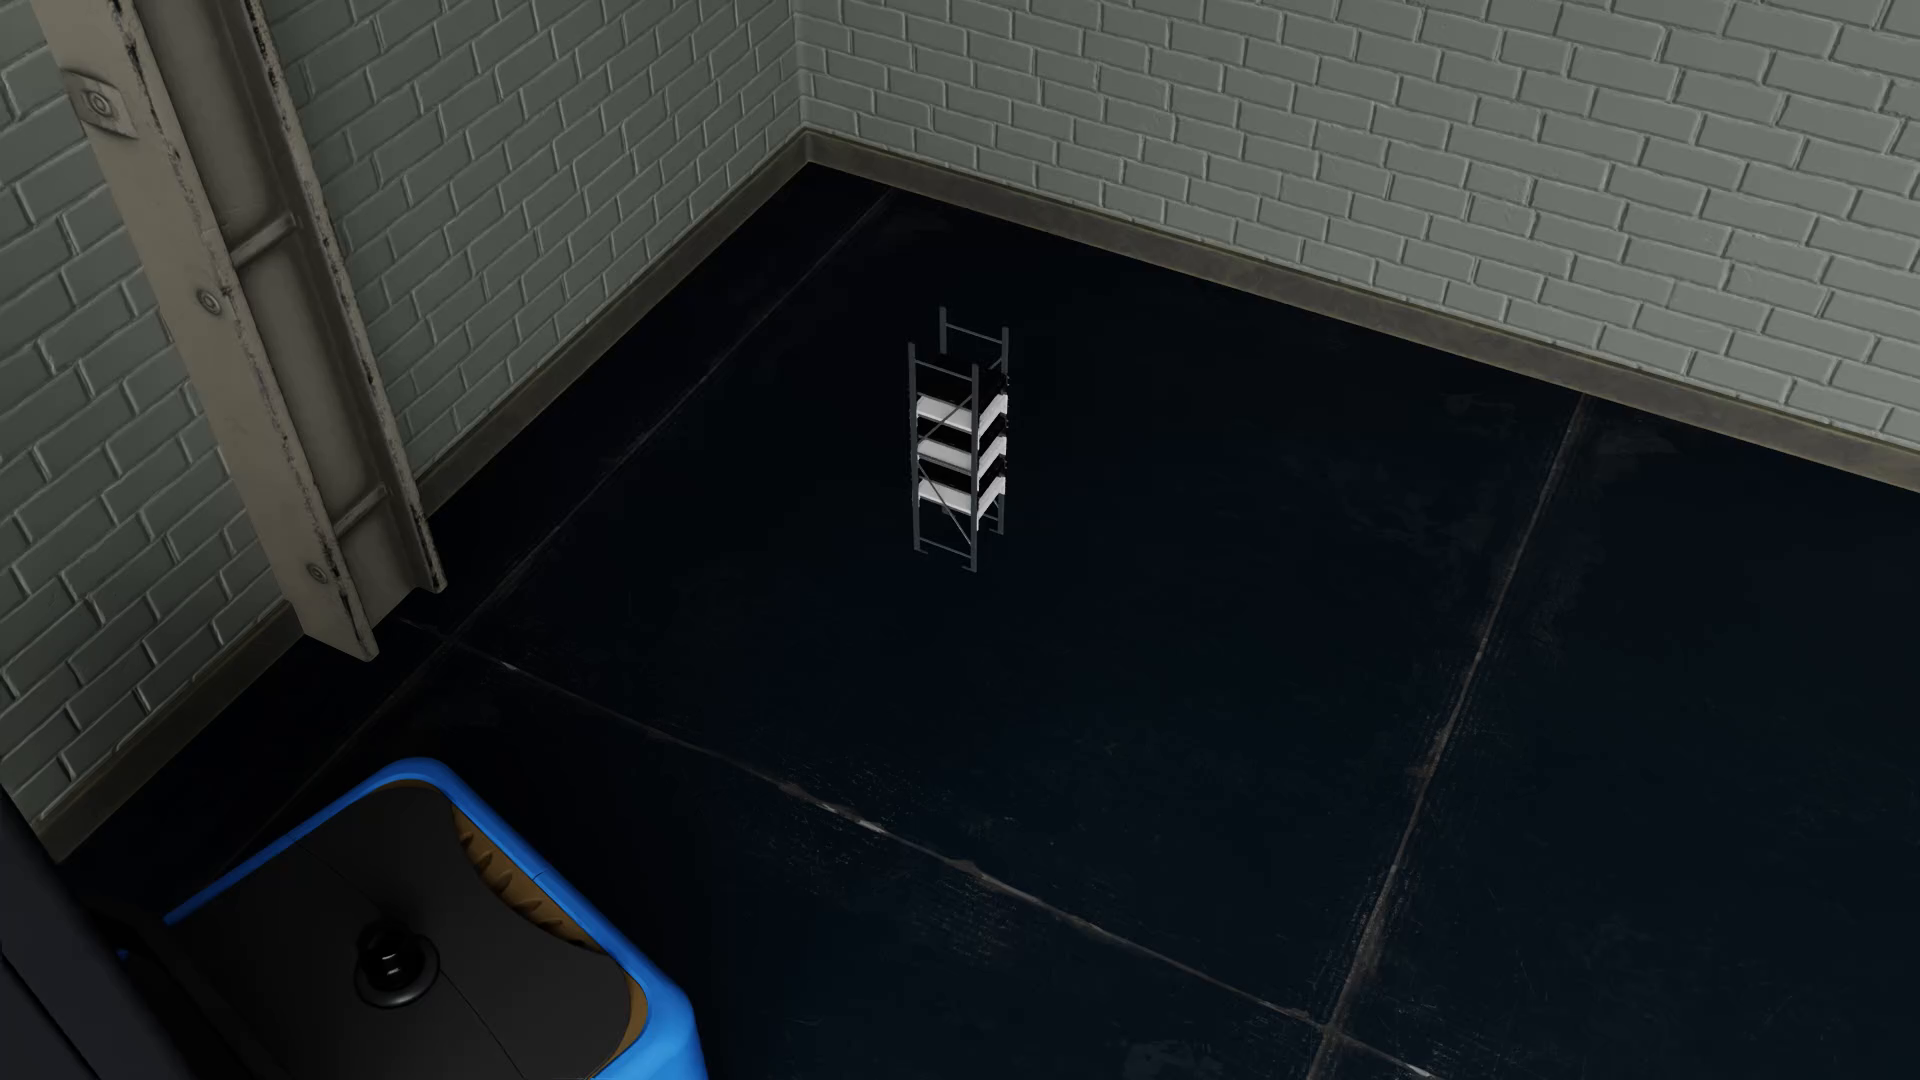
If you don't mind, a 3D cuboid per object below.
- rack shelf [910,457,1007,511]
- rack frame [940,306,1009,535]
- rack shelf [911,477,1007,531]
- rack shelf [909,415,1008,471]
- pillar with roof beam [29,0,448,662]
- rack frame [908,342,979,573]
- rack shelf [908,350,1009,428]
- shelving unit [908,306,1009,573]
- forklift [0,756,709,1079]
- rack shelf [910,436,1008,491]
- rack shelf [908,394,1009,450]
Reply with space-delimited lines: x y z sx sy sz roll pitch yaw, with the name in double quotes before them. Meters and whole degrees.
"rack shelf" -0.004 -0.225 5.513 0.258 0.077 0.200 20 49 19
"rack frame" 0.043 -0.375 5.488 0.240 0.900 0.006 20 49 19
"rack shelf" -0.004 -0.161 5.577 0.258 0.077 0.200 20 49 19
"rack shelf" -0.004 -0.351 5.385 0.258 0.077 0.200 20 49 19
"pillar with roof beam" 1.863 -1.522 0.927 9.100 9.000 0.400 20 49 19
"rack frame" -0.051 -0.247 5.362 0.240 0.900 0.006 20 49 19
"rack shelf" -0.004 -0.478 5.257 0.258 0.077 0.200 20 49 19
"shelving unit" -0.004 -0.311 5.425 0.258 0.900 0.210 20 49 19
"forklift" -1.896 1.189 2.514 1.130 2.935 3.031 34 54 29
"rack shelf" -0.004 -0.288 5.449 0.258 0.077 0.200 20 49 19
"rack shelf" -0.004 -0.414 5.321 0.258 0.077 0.200 20 49 19
